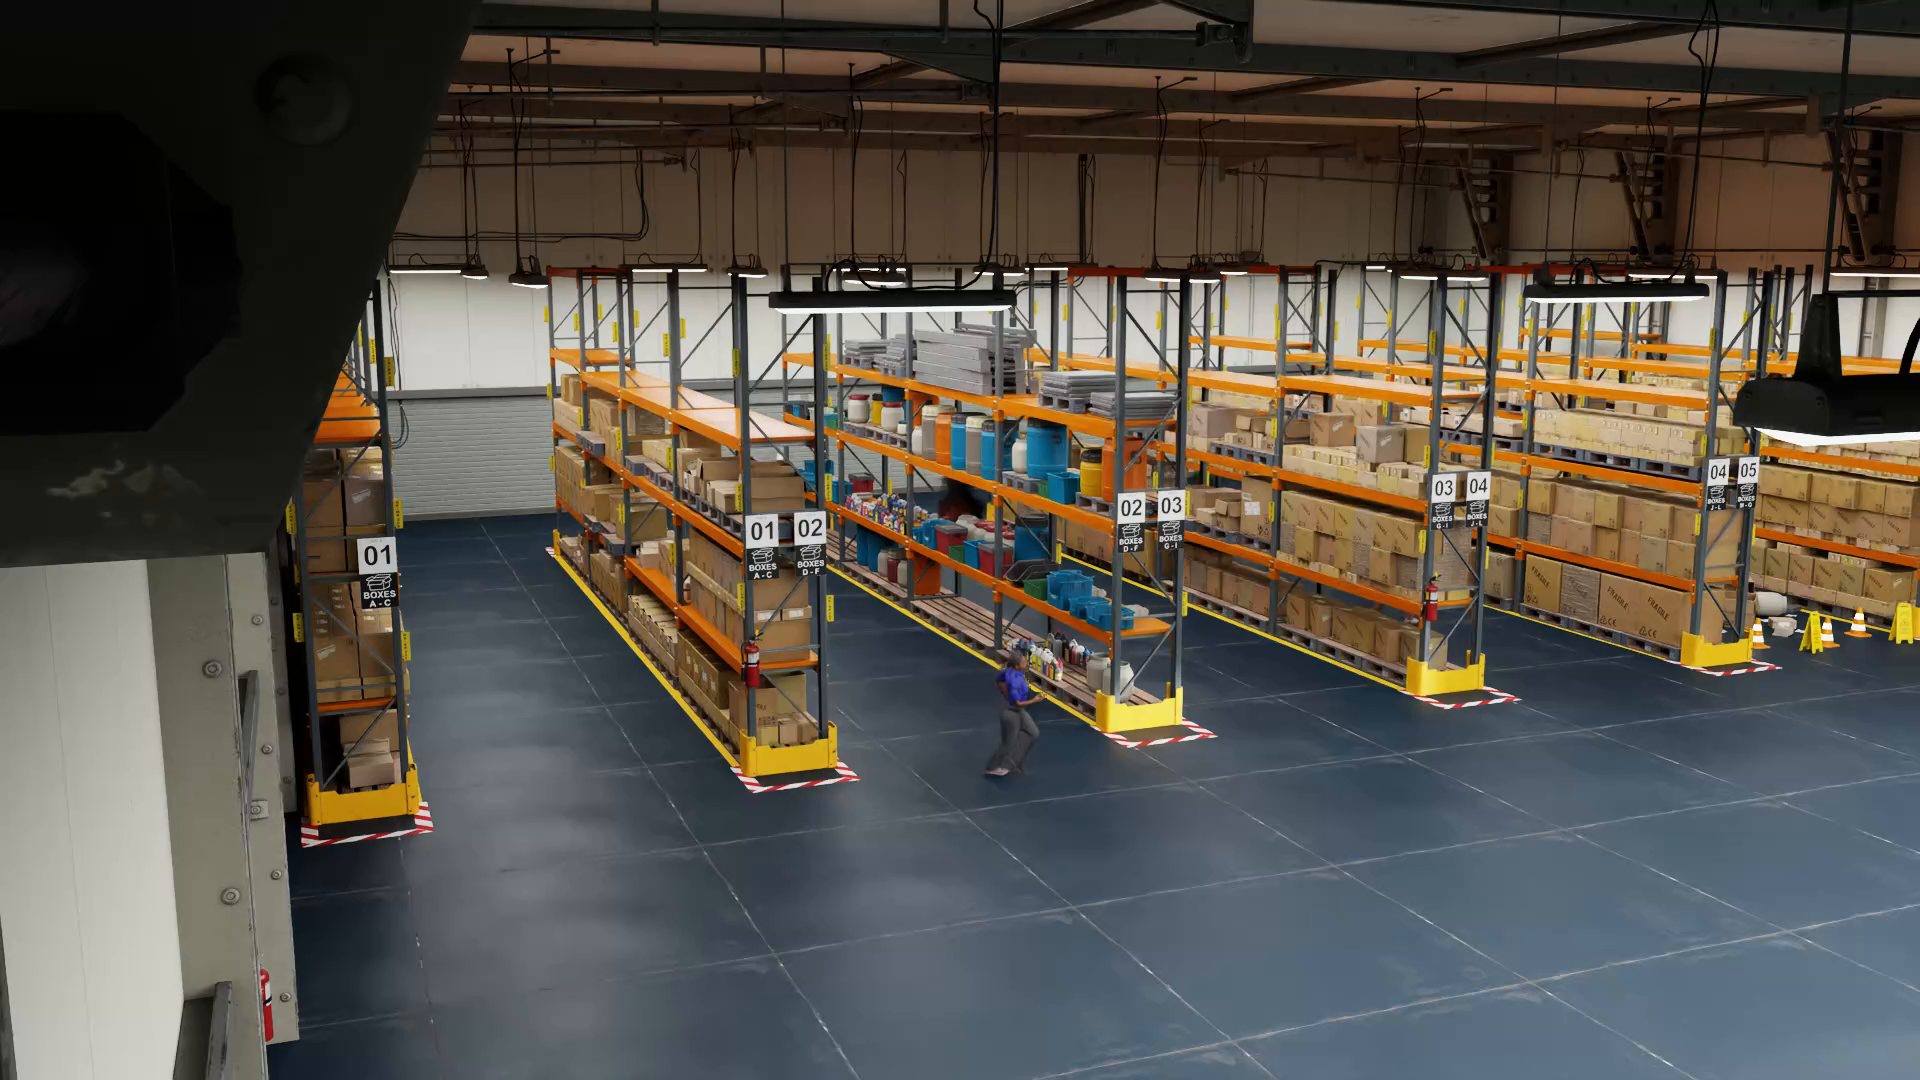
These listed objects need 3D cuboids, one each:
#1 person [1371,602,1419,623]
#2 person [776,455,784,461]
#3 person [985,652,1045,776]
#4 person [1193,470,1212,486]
[{"bbox_3d":[7.466,0.624,28.552,0.780,1.568,0.740,-1,10,-8],"label":"person"},{"bbox_3d":[-4.160,-1.062,37.758,0.561,1.762,0.679,0,10,-3],"label":"person"},{"bbox_3d":[0.656,2.110,19.948,0.732,1.628,0.657,1,10,7],"label":"person"},{"bbox_3d":[6.296,-2.010,43.013,0.645,1.838,0.853,6,11,29],"label":"person"}]
